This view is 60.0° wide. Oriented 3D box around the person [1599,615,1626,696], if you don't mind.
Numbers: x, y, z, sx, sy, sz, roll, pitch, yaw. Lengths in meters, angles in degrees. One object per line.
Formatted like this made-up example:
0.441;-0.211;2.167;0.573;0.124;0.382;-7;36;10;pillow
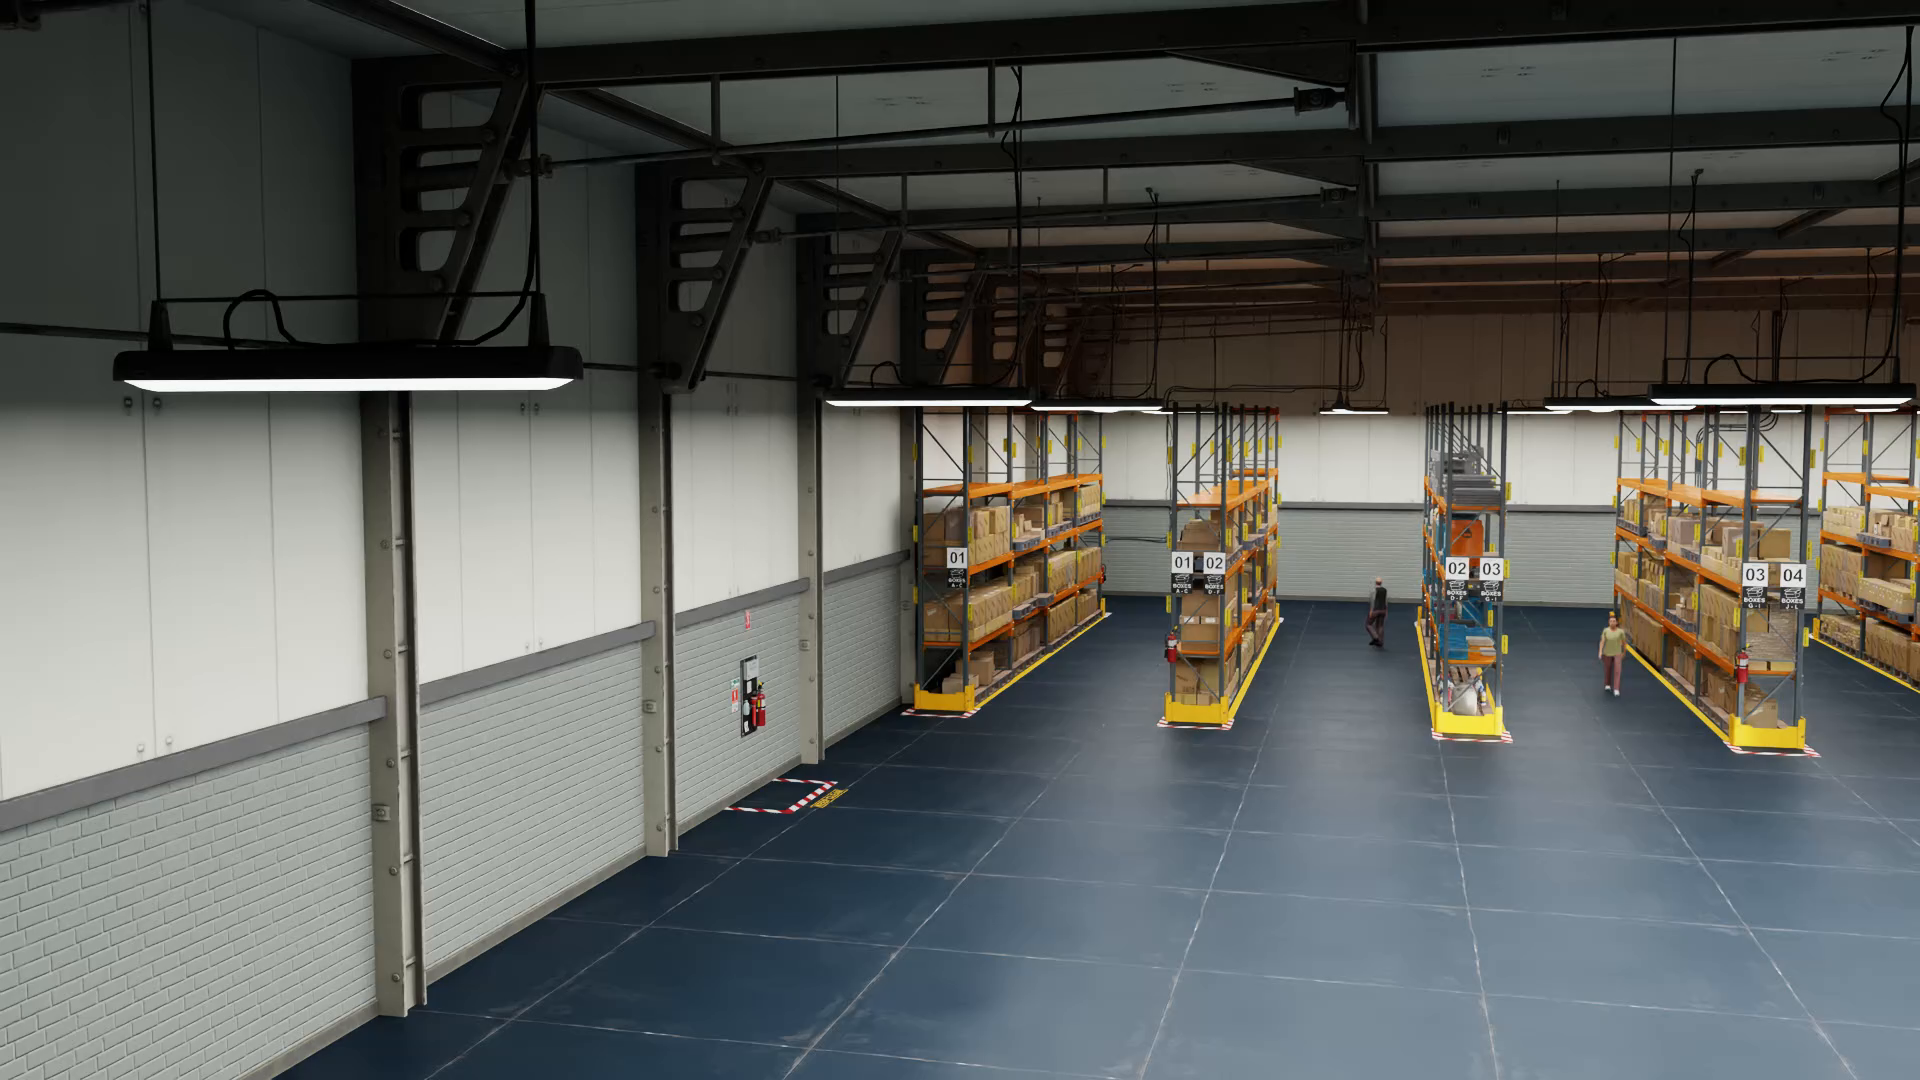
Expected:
13.475;2.359;34.331;0.543;1.603;1.060;1;4;17;person

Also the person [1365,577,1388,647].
10.443;1.794;41.542;0.571;1.722;0.453;-2;5;-27;person
